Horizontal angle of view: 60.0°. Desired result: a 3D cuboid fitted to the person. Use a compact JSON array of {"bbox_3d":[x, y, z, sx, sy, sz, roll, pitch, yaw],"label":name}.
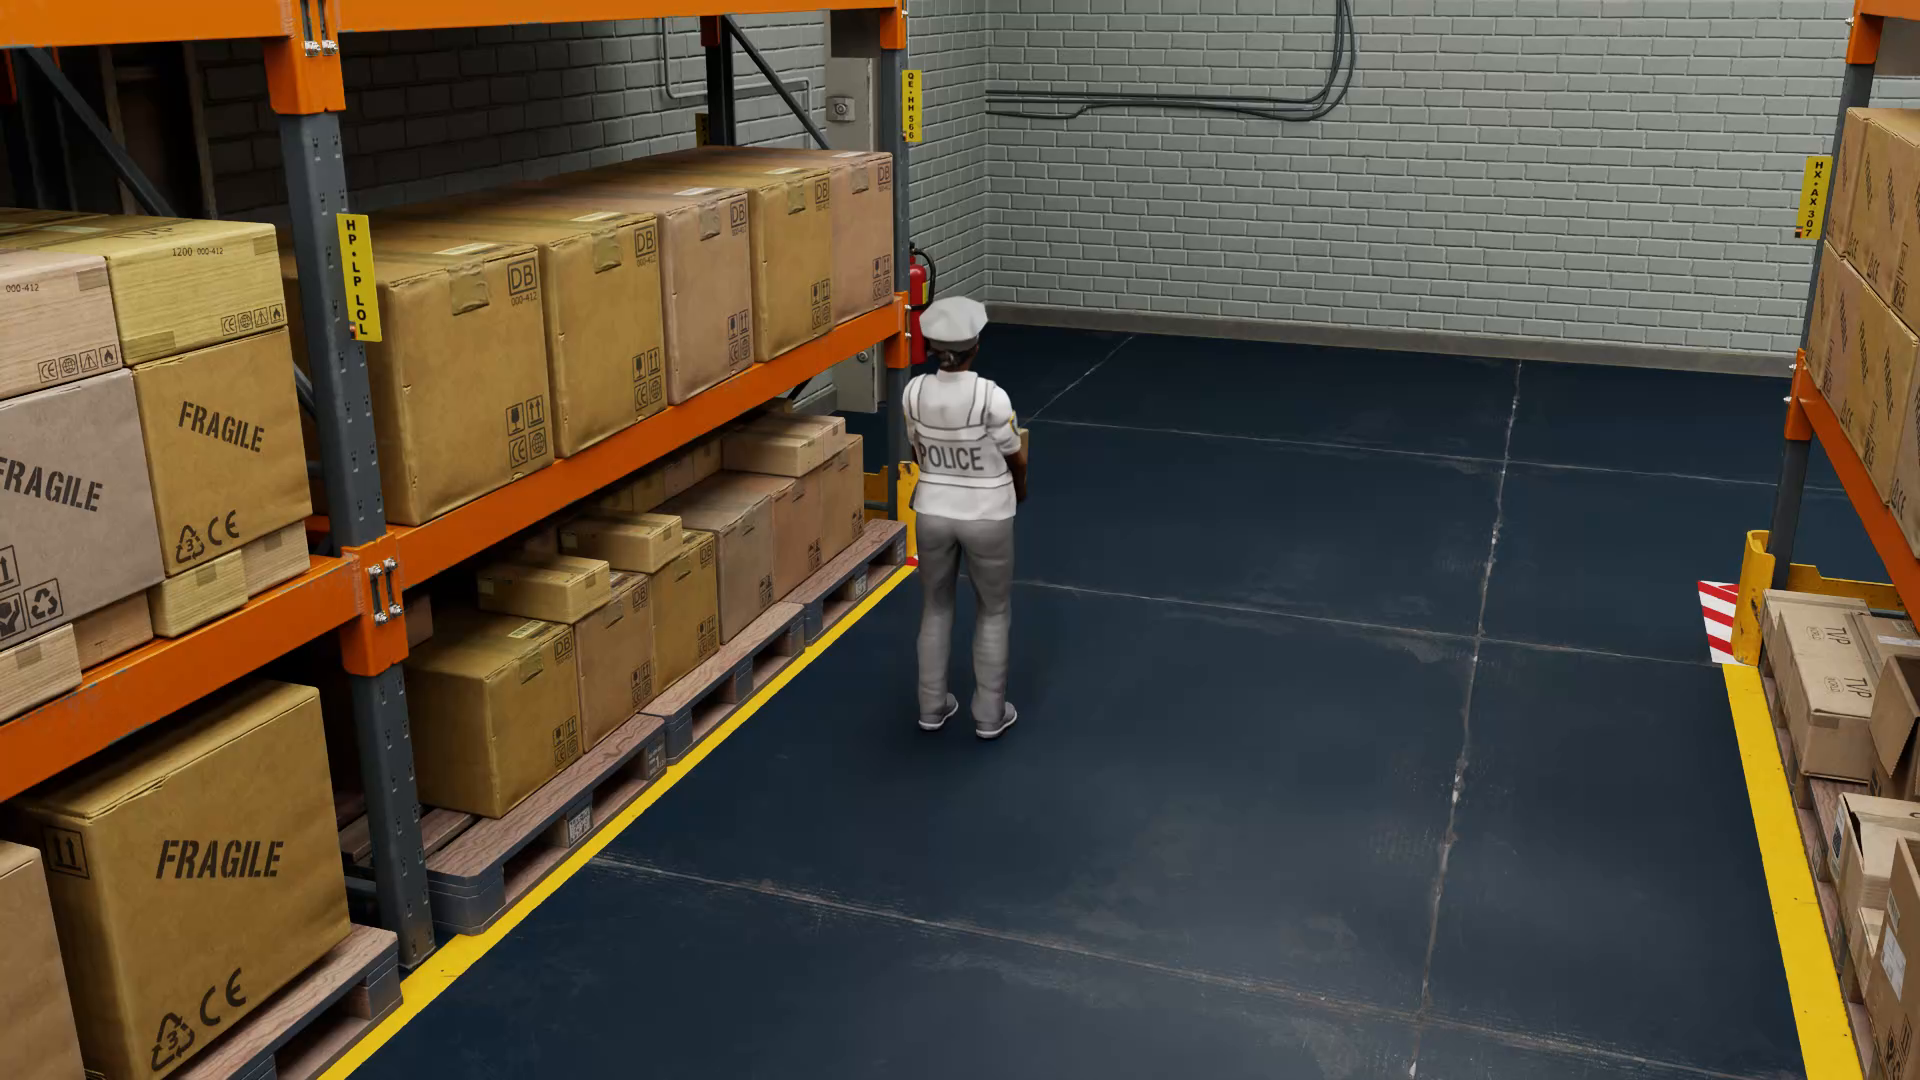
[{"bbox_3d":[0.043,-0.096,6.310,0.451,1.688,0.531,7,20,19],"label":"person"}]
